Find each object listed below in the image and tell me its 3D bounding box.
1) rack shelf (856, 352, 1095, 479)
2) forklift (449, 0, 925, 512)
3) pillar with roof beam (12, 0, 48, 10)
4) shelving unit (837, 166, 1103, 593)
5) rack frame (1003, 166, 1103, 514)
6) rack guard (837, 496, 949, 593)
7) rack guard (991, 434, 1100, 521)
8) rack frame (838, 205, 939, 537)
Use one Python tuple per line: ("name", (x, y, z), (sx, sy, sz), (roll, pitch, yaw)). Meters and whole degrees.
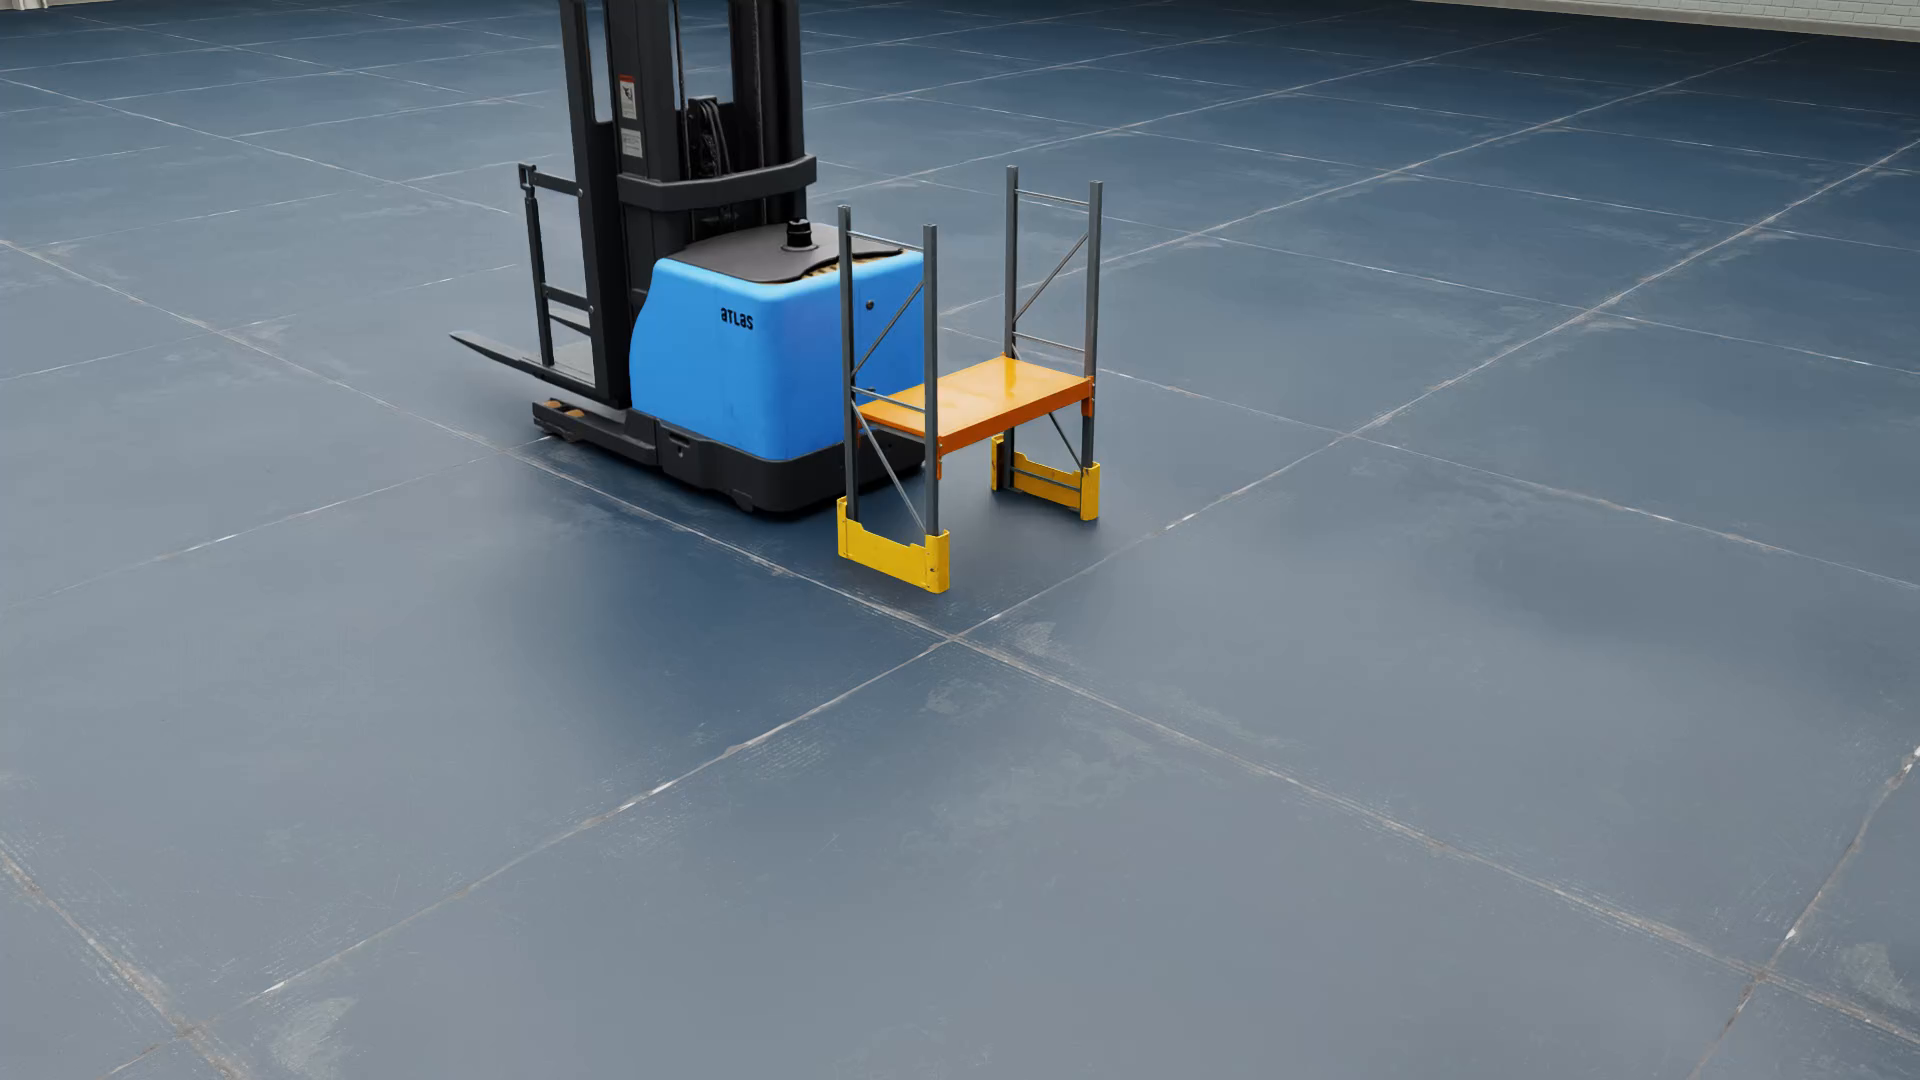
("rack shelf", (0.057, -0.546, 7.075), (0.538, 0.185, 1.000), (20, 31, 38))
("forklift", (-1.529, -1.959, 8.037), (3.031, 2.935, 1.130), (21, 32, 39))
("pillar with roof beam", (-10.928, -11.017, 20.822), (9.100, 9.000, 0.400), (20, 31, 38))
("shelving unit", (0.051, -0.708, 6.995), (0.587, 1.500, 1.083), (20, 31, 38))
("rack frame", (0.396, -0.865, 7.347), (0.500, 1.500, 0.032), (20, 31, 38))
("rack guard", (-0.281, 0.014, 6.912), (0.587, 0.250, 0.087), (20, 31, 38))
("rack guard", (0.383, -0.289, 7.589), (0.587, 0.250, 0.087), (20, 31, 38))
("rack frame", (-0.282, -0.555, 6.656), (0.500, 1.500, 0.032), (20, 31, 38))
